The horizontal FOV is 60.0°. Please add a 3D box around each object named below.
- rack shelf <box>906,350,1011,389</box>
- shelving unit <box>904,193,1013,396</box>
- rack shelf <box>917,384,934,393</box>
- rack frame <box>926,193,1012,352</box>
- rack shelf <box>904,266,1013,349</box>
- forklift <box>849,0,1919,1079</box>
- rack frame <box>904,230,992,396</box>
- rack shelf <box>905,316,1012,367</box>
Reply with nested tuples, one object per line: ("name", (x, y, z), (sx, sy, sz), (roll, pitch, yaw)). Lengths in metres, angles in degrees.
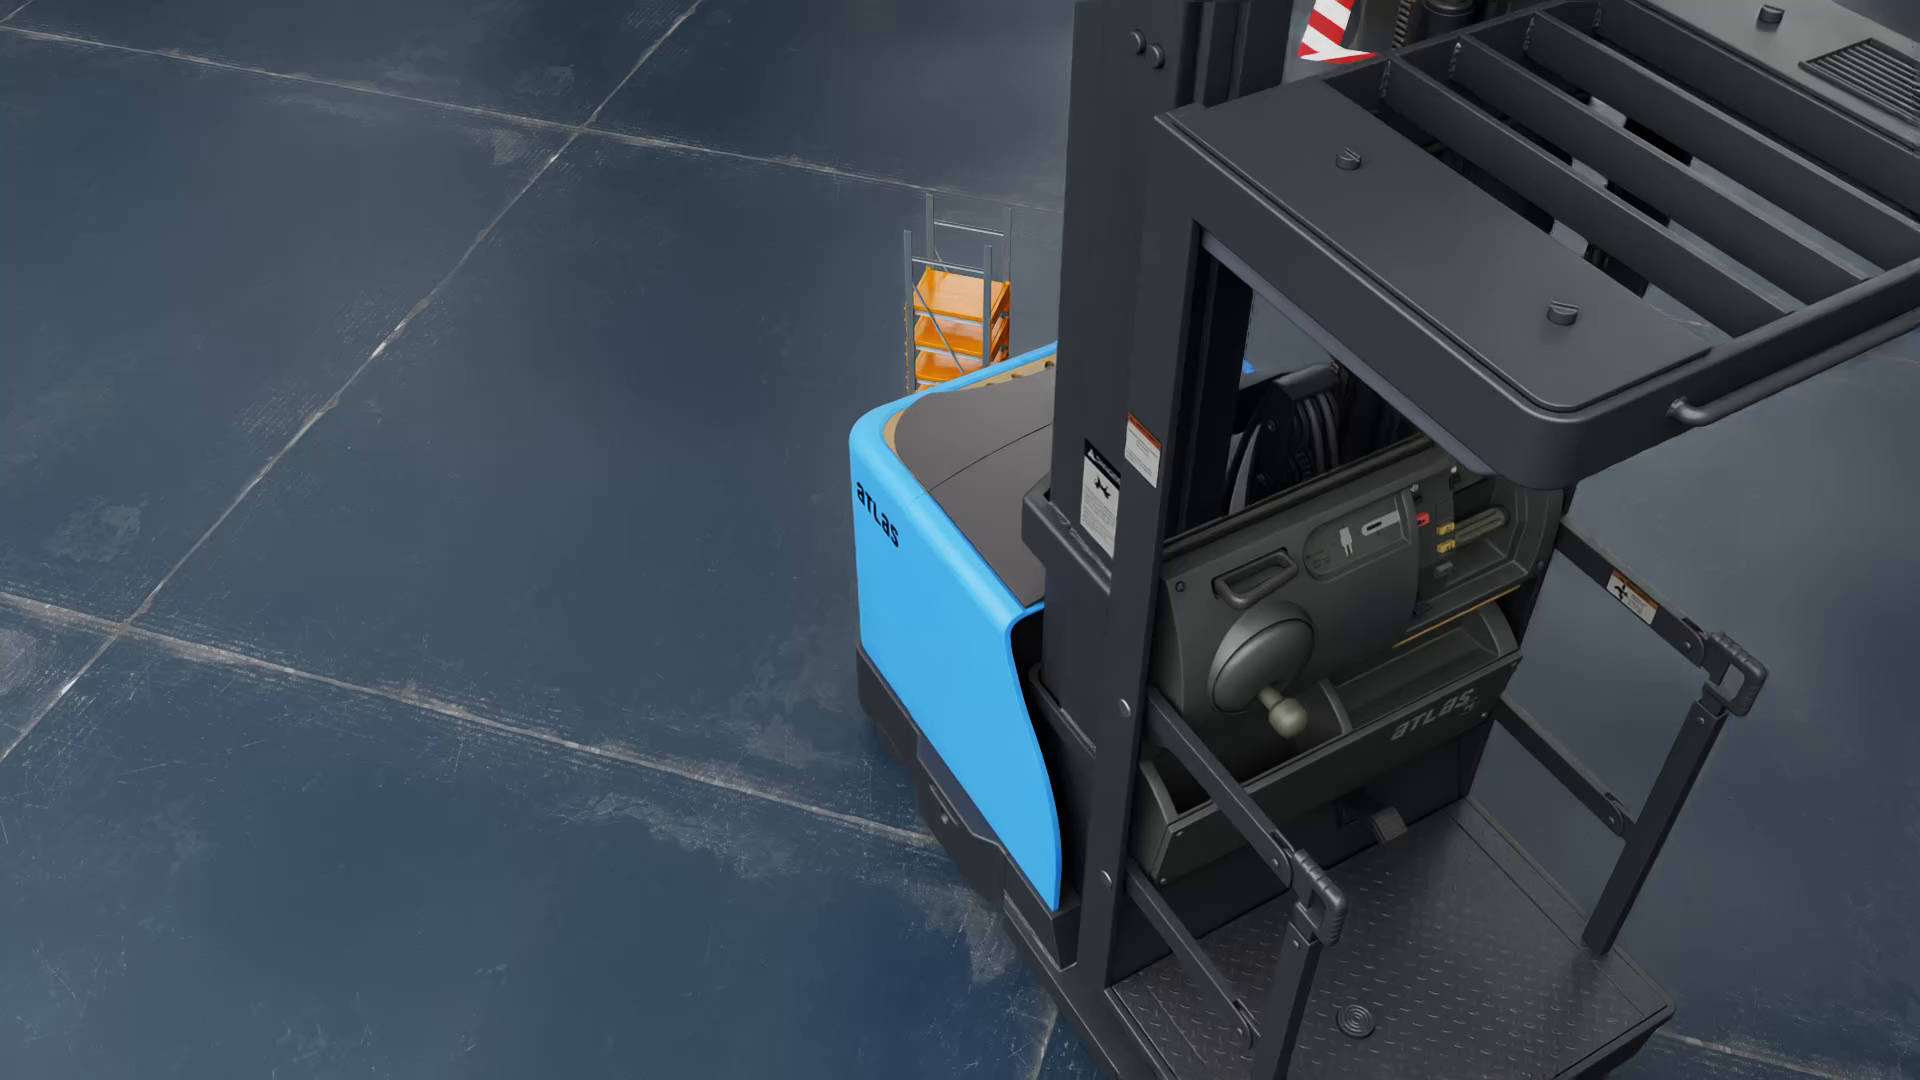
("rack shelf", (-0.004, -0.473, 4.768), (0.258, 0.103, 0.180), (13, 46, 12))
("shelving unit", (-0.004, -0.419, 4.821), (0.258, 1.200, 0.189), (13, 46, 12))
("rack shelf", (-0.004, -0.387, 4.852), (0.258, 0.103, 0.180), (13, 46, 12))
("rack frame", (0.023, -0.480, 4.883), (0.240, 1.200, 0.006), (13, 46, 12))
("rack shelf", (-0.004, -0.645, 4.600), (0.258, 0.103, 0.180), (13, 46, 12))
("forklift", (0.888, 0.145, 3.006), (1.130, 2.935, 3.031), (-22, 49, -21))
("rack frame", (-0.032, -0.358, 4.758), (0.240, 1.200, 0.006), (13, 46, 12))
("rack shelf", (-0.004, -0.559, 4.684), (0.258, 0.103, 0.180), (13, 46, 12))
